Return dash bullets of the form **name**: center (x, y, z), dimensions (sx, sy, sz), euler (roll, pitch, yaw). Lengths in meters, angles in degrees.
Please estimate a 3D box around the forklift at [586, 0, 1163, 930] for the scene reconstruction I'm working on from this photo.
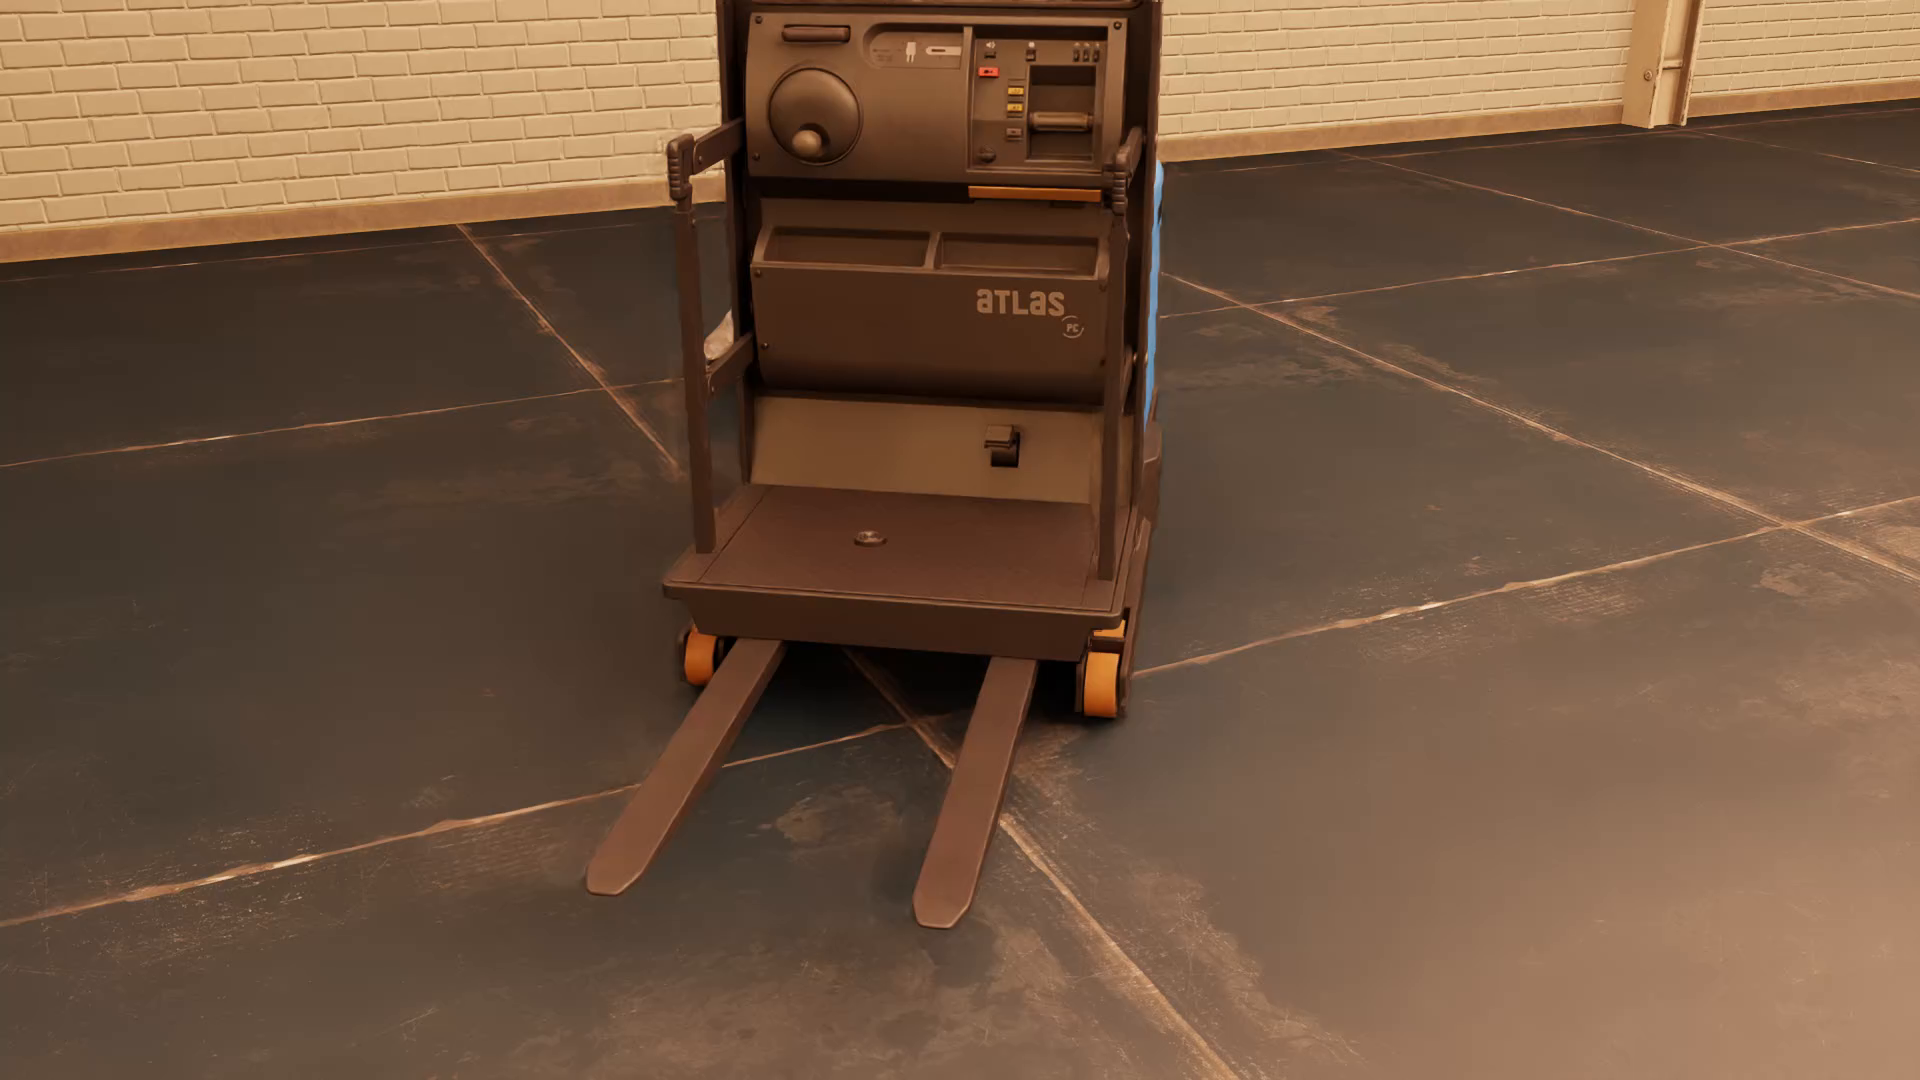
- **forklift**: center (-0.097, -1.065, 3.850), dimensions (1.130, 2.935, 3.031), euler (4, 23, 9)

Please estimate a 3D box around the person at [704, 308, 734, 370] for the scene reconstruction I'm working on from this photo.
- **person**: center (-0.553, -1.290, 6.183), dimensions (0.896, 1.627, 0.982), euler (-6, 23, -15)
